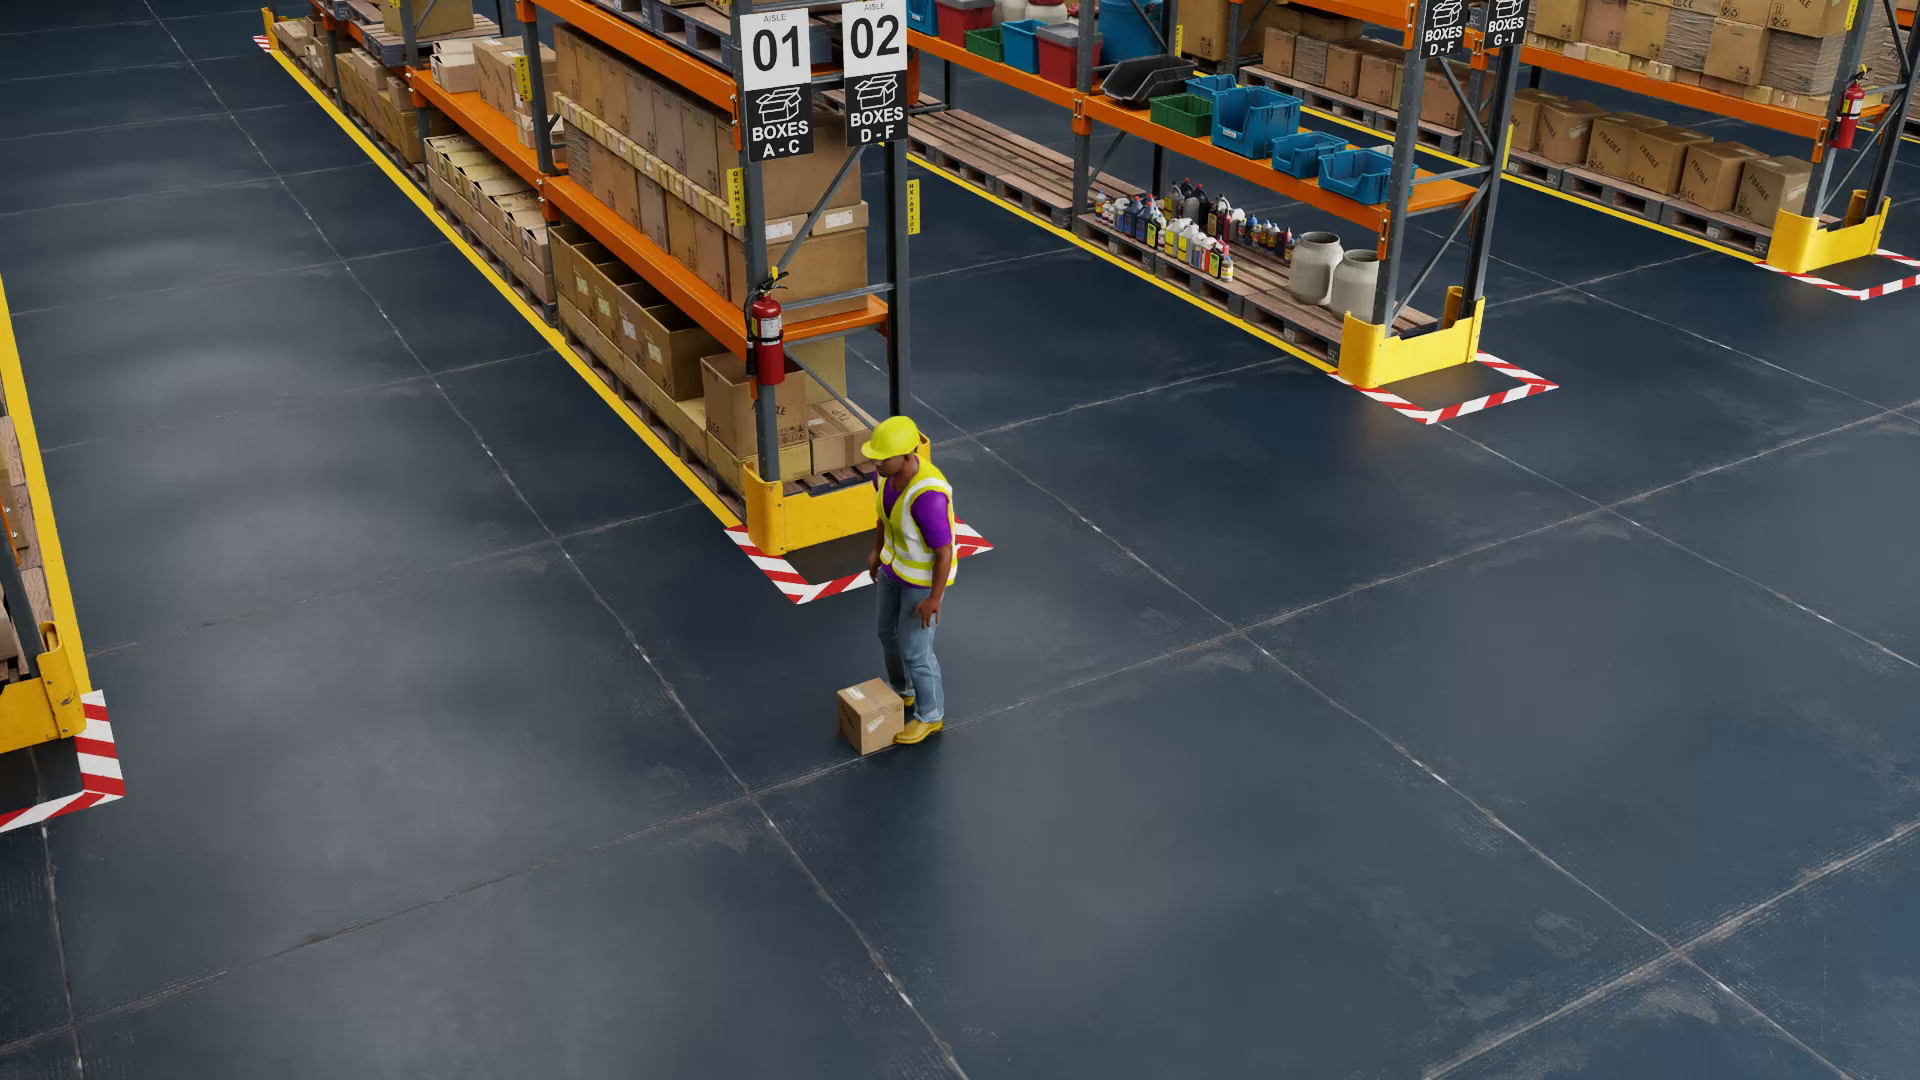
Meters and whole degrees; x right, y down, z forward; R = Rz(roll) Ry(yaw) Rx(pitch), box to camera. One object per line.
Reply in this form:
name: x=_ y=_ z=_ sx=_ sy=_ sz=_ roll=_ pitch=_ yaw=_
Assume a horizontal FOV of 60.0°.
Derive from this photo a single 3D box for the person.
person: x=-0.265 y=0.173 z=8.231 sx=0.459 sy=1.760 sz=0.625 roll=-17 pitch=33 yaw=-27
